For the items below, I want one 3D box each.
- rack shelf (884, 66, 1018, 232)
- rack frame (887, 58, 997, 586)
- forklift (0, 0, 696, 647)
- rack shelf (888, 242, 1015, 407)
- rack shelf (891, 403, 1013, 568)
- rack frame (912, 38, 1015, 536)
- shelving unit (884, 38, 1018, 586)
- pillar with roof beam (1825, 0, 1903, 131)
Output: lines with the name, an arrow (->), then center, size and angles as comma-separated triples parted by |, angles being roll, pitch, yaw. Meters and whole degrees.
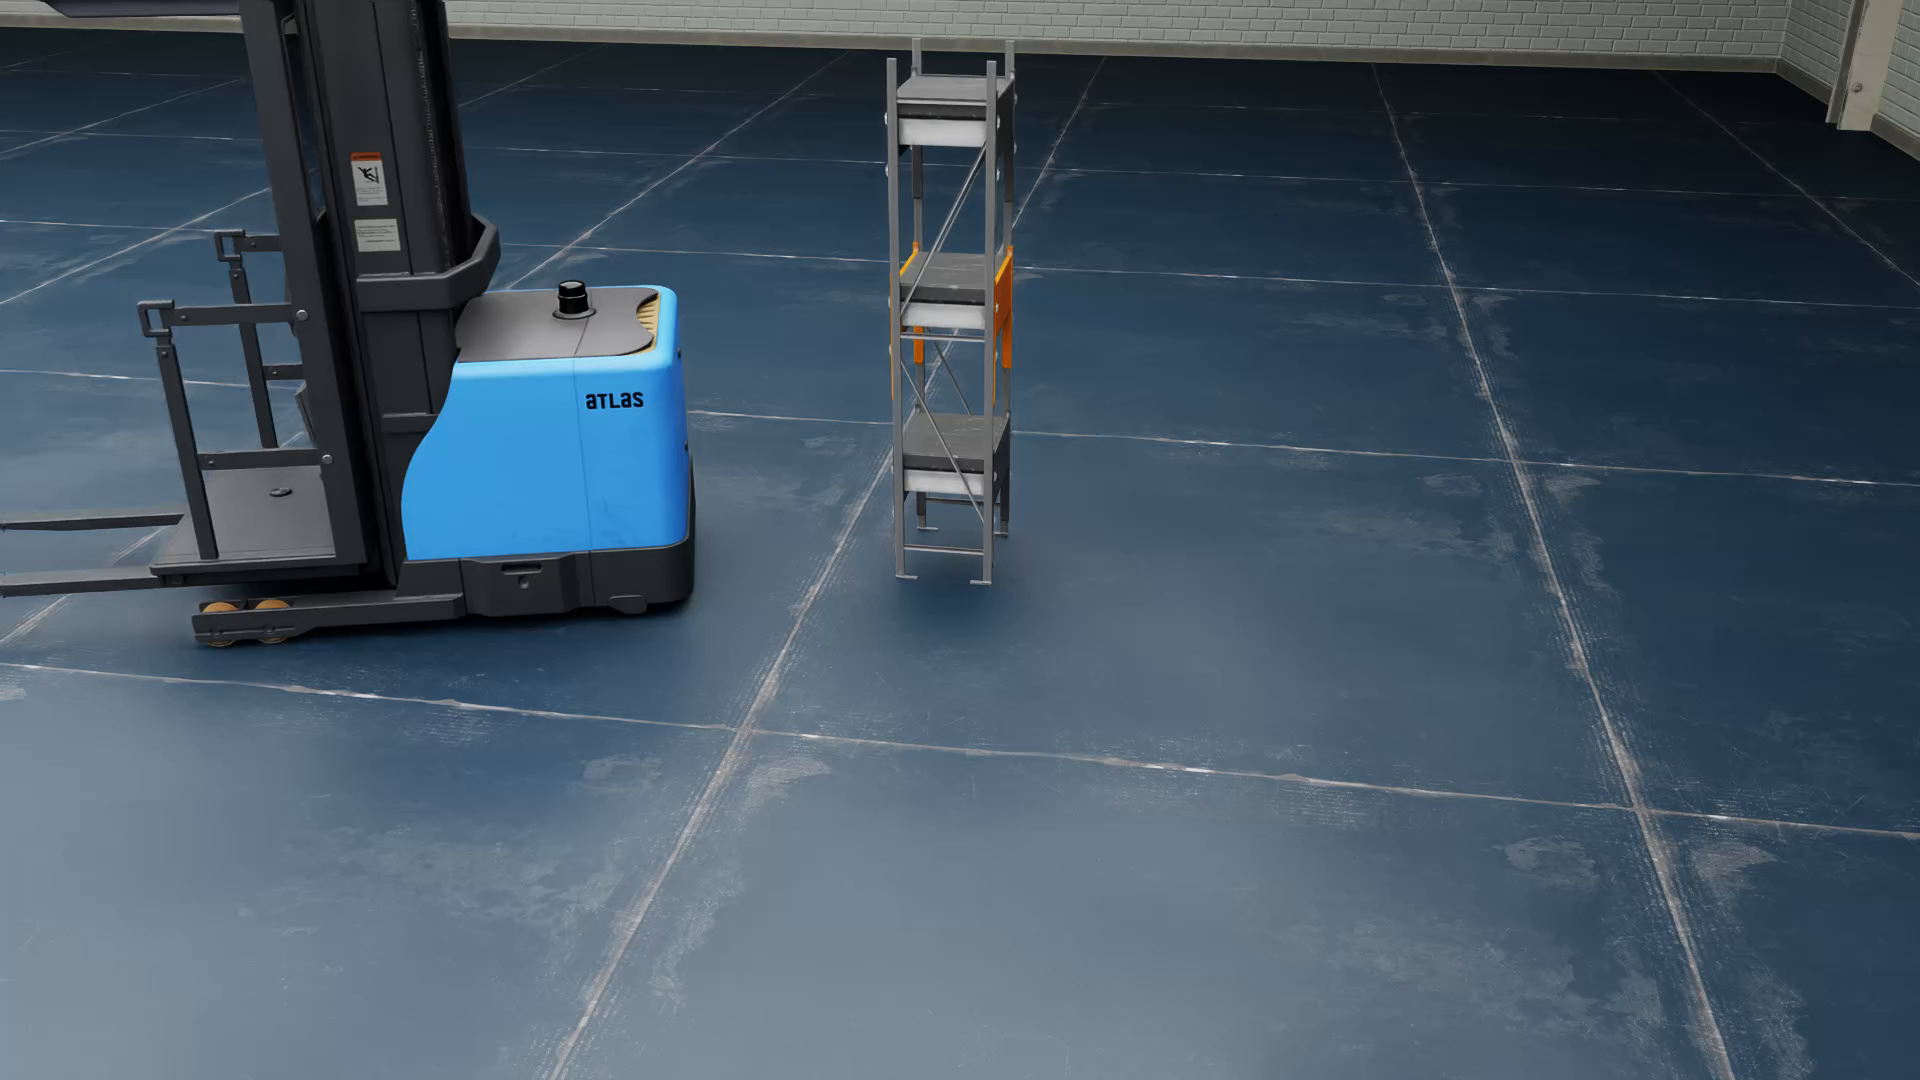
rack shelf -> -0.027, -1.503, 6.366 | 0.431, 0.518, 0.480 | 4, 25, 9
rack frame -> -0.067, -0.780, 6.439 | 0.400, 2.100, 0.015 | 4, 25, 9
forklift -> -2.625, -1.157, 6.263 | 3.031, 2.935, 1.130 | -3, 25, -7
rack shelf -> -0.027, -0.869, 6.663 | 0.431, 0.518, 0.480 | 4, 25, 9
rack shelf -> -0.027, -0.235, 6.959 | 0.431, 0.518, 0.480 | 4, 25, 9
rack frame -> 0.013, -0.984, 6.875 | 0.400, 2.100, 0.015 | 4, 25, 9
shelving unit -> -0.027, -0.882, 6.657 | 0.431, 2.100, 0.503 | 4, 25, 9
pillar with roof beam -> 4.035, -8.229, 14.216 | 9.100, 9.000, 0.400 | 4, 25, 9
